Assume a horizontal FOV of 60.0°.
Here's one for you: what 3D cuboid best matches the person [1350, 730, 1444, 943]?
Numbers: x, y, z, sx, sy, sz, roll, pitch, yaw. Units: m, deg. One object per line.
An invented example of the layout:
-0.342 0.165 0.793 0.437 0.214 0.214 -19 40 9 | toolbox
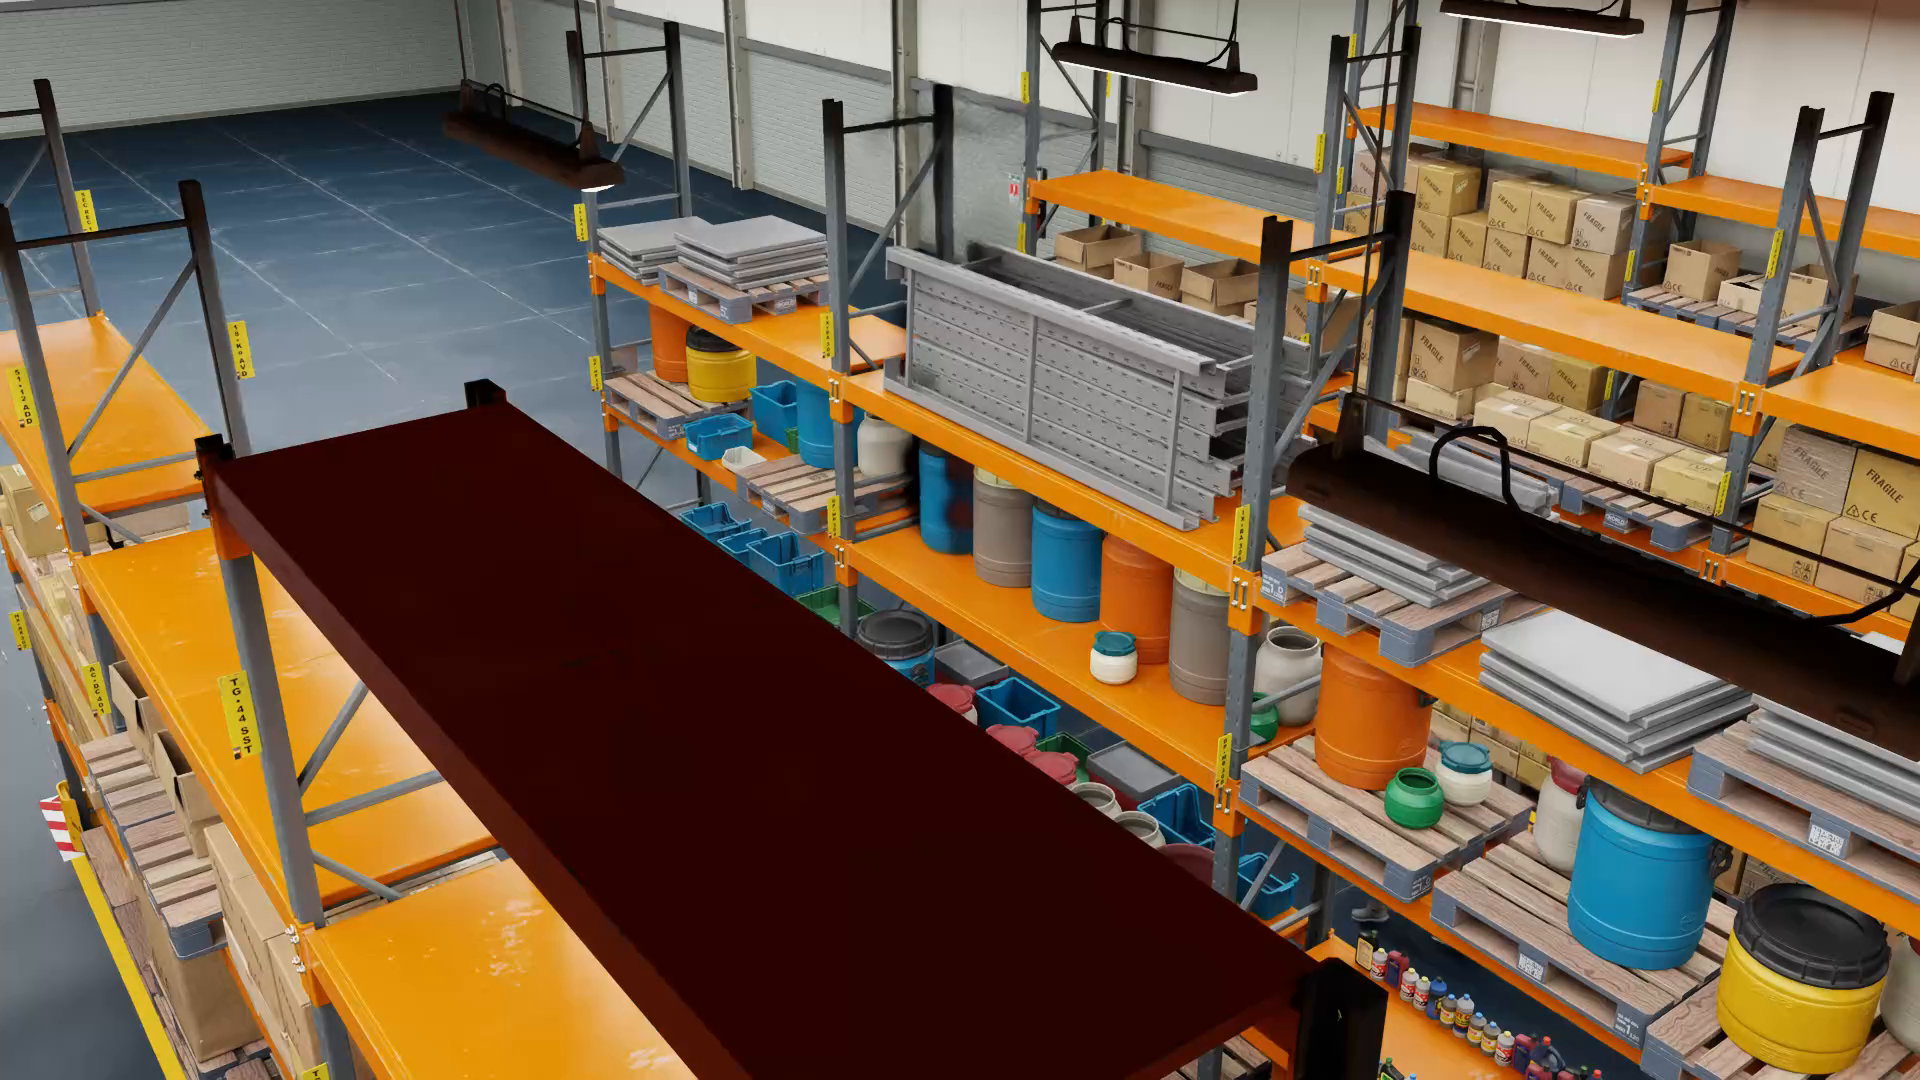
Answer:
3.395 2.184 12.203 0.608 1.767 0.909 -19 31 -35 | person
